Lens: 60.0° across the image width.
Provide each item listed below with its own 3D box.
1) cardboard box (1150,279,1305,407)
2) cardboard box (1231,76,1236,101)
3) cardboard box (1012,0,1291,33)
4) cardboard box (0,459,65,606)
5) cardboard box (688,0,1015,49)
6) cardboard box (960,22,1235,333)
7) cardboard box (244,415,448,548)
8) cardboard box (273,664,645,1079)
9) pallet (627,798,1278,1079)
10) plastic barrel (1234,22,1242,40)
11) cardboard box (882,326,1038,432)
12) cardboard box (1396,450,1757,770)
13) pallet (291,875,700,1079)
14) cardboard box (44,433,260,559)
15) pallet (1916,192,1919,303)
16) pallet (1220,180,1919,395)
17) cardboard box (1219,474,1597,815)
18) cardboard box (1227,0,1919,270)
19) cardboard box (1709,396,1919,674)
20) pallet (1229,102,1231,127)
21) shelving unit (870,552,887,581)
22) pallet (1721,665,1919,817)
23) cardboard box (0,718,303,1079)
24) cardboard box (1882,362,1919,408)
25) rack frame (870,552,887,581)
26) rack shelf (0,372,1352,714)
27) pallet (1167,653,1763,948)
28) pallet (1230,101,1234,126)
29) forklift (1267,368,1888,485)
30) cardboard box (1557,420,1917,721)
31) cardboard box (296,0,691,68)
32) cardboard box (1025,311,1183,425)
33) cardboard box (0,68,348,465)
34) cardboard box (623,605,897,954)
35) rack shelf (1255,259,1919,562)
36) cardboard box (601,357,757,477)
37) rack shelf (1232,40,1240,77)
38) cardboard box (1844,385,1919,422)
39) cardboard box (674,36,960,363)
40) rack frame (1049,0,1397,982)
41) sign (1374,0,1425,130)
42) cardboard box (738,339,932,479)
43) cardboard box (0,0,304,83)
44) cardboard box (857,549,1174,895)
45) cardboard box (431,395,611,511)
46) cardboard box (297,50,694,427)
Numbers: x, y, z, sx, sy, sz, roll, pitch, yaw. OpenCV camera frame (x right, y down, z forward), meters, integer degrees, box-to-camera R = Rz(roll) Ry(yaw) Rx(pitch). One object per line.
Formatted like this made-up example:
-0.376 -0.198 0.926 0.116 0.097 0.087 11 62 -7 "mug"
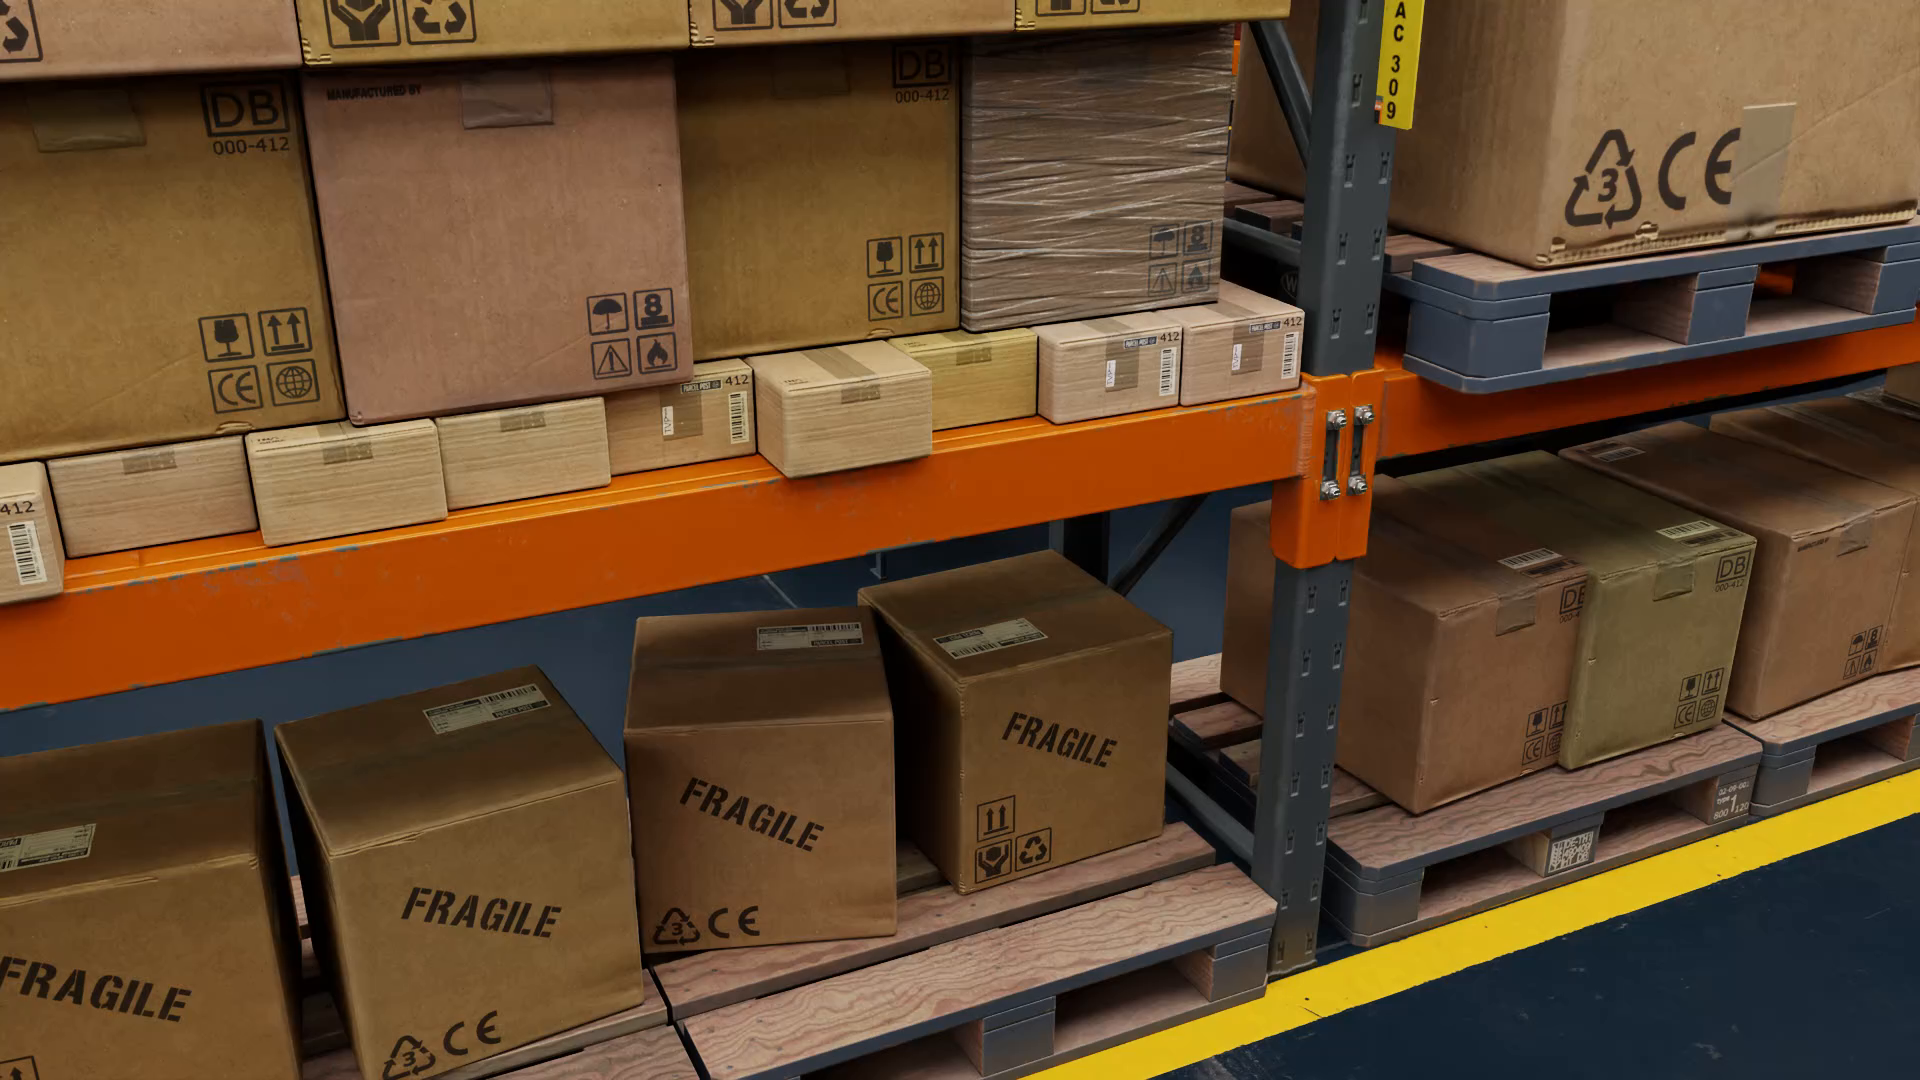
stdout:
0.421 -0.384 3.084 0.250 0.149 0.380 -10 25 -24 "cardboard box"
2.181 -4.084 14.388 0.500 0.500 0.500 -10 25 -23 "cardboard box"
0.201 -1.113 2.691 0.500 0.500 0.500 -10 25 -24 "cardboard box"
-1.363 -0.038 2.249 0.250 0.149 0.380 -10 25 -24 "cardboard box"
-0.249 -1.030 2.489 0.500 0.500 0.500 -10 25 -24 "cardboard box"
0.055 -0.767 3.162 0.500 0.500 0.875 -10 25 -24 "cardboard box"
-0.937 -0.140 2.496 0.250 0.149 0.380 -10 25 -24 "cardboard box"
-0.929 0.604 3.088 0.500 0.500 0.500 -13 26 -28 "cardboard box"
-0.102 0.775 3.602 1.213 0.211 1.003 -10 25 -24 "pallet"
1.657 -2.889 8.630 0.708 0.536 0.600 -10 25 -24 "plastic barrel"
-0.060 -0.325 2.942 0.250 0.149 0.380 -10 25 -24 "cardboard box"
1.488 0.147 4.165 0.500 0.500 0.700 -11 25 -24 "cardboard box"
-1.203 0.979 3.110 1.213 0.211 1.003 -10 25 -24 "pallet"
-1.195 -0.125 2.459 0.250 0.149 0.380 -10 25 -24 "cardboard box"
2.326 -0.870 4.180 1.213 0.211 1.003 -10 25 -24 "pallet"
1.239 -0.625 3.589 1.213 0.211 1.003 -10 25 -24 "pallet"
1.050 0.220 3.989 0.500 0.500 0.700 -13 26 -28 "cardboard box"
1.264 -1.192 3.374 1.000 1.000 1.000 -10 25 -23 "cardboard box"
2.494 -0.038 4.613 0.500 0.500 0.700 -8 24 -19 "cardboard box"
1.585 -3.738 14.506 1.213 0.211 1.003 -10 25 -24 "pallet"
-0.006 -0.692 5.460 0.755 1.500 0.431 -10 25 -24 "shelving unit"
2.289 0.318 4.706 1.213 0.211 1.003 -10 25 -24 "pallet"
-1.451 0.681 2.902 0.500 0.500 0.500 -8 24 -19 "cardboard box"
3.027 -0.482 4.706 0.500 0.250 0.500 -8 24 -18 "cardboard box"
-0.336 -0.631 5.314 0.023 1.500 0.400 -10 25 -24 "rack frame"
-1.315 0.027 2.703 4.000 0.370 1.077 -10 25 -24 "rack shelf"
1.188 0.522 4.214 1.213 0.211 1.003 -10 25 -24 "pallet"
2.686 -3.942 14.998 1.213 0.211 1.003 -10 25 -24 "pallet"
2.478 -1.754 6.155 3.031 2.935 1.130 -11 25 -24 "forklift"
1.992 0.055 4.389 0.500 0.500 0.700 -13 26 -28 "cardboard box"
-0.700 -0.947 2.290 0.500 0.500 0.500 -10 25 -24 "cardboard box"
0.192 -0.346 2.992 0.250 0.149 0.380 -10 25 -24 "cardboard box"
-1.286 -0.510 2.541 0.500 0.500 0.875 -10 25 -24 "cardboard box"
-0.403 0.474 3.402 0.500 0.500 0.500 -3 23 -7 "cardboard box"
2.289 -0.637 4.306 4.000 0.370 1.077 -10 25 -24 "rack shelf"
-0.519 -0.249 2.759 0.250 0.149 0.380 -10 25 -24 "cardboard box"
0.141 -2.343 8.430 4.000 0.370 1.077 -10 25 -24 "rack shelf"
3.002 -0.135 4.846 0.500 0.500 0.700 -13 26 -28 "cardboard box"
-0.411 -0.697 2.991 0.500 0.500 0.875 -10 25 -24 "cardboard box"
0.487 -0.637 3.367 0.127 3.000 1.000 -10 25 -24 "rack frame"
0.730 -0.851 2.753 0.005 0.325 0.100 -10 25 -24 "sign"
-0.237 -0.245 2.749 0.250 0.149 0.380 -10 25 -24 "cardboard box"
-1.152 -0.866 2.092 0.500 0.500 0.500 -10 25 -24 "cardboard box"
0.110 0.376 3.638 0.500 0.500 0.500 -11 25 -25 "cardboard box"
-0.727 -0.194 2.625 0.250 0.149 0.380 -10 25 -24 "cardboard box"
-0.818 -0.579 2.707 0.500 0.500 0.875 -10 25 -24 "cardboard box"
